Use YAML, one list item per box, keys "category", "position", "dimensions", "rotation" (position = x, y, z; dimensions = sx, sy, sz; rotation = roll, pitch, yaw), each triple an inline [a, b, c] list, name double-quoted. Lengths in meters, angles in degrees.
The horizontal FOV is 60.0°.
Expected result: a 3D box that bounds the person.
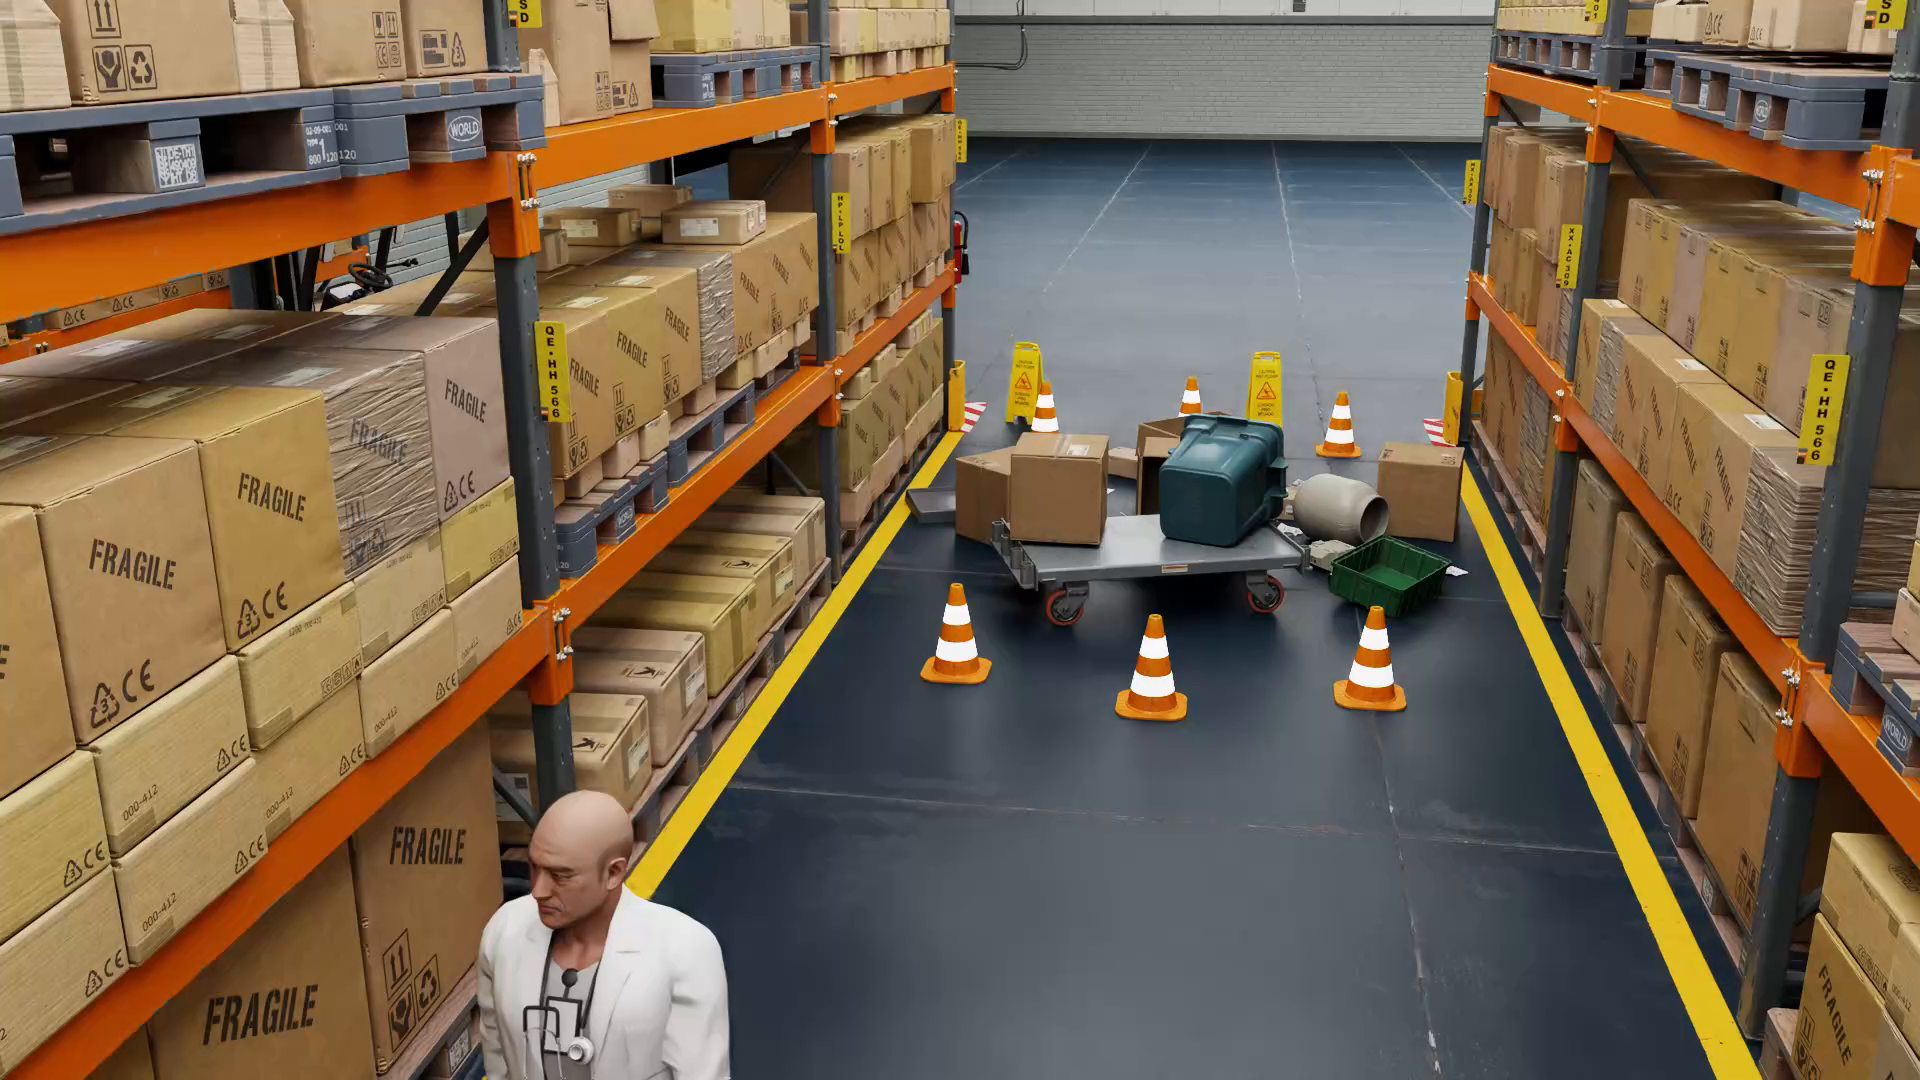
- category: "person"
  position: [-0.738, 1.329, 3.381]
  dimensions: [0.590, 1.726, 1.111]
  rotation: [2, 18, 6]
